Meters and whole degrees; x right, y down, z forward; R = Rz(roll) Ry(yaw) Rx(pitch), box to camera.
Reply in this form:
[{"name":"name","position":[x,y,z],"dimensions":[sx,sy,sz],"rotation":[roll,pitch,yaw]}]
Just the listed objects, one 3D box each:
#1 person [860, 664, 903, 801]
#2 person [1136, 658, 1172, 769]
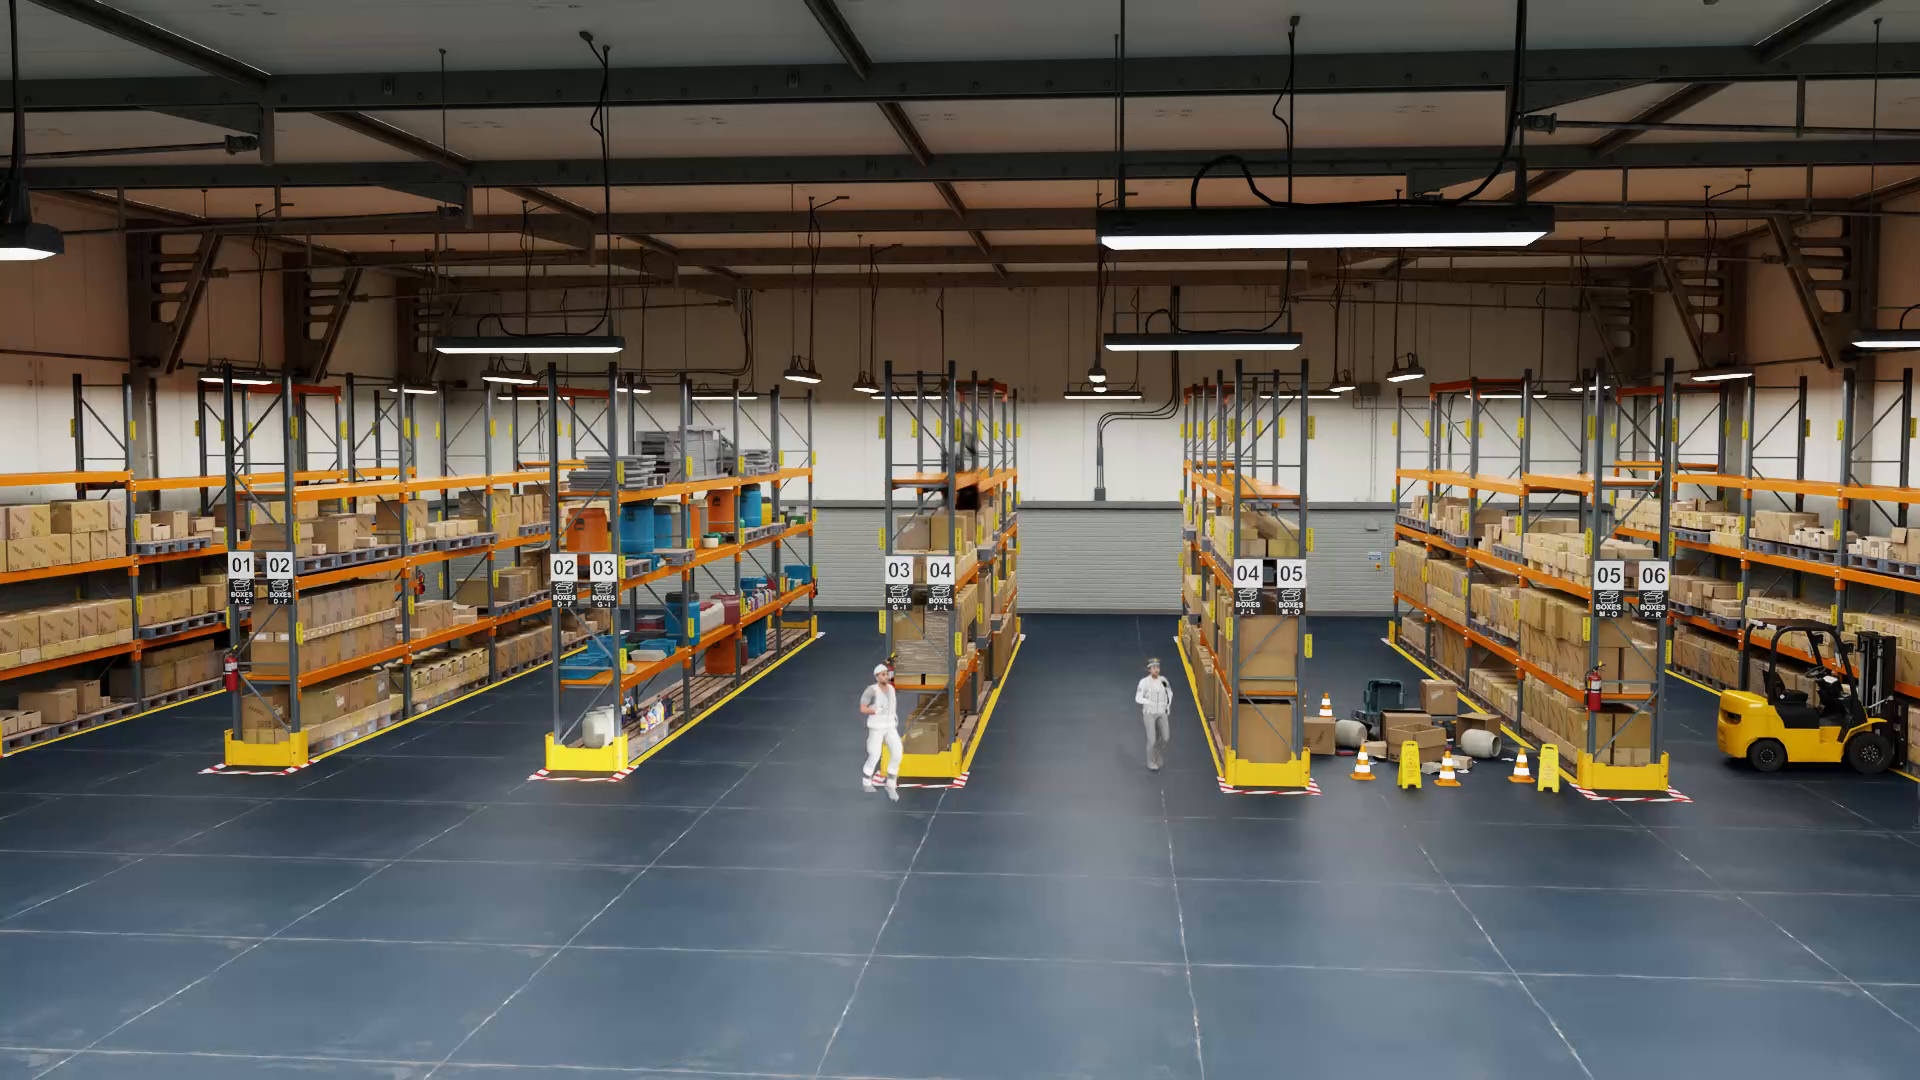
[{"name":"person","position":[-1.070,2.615,22.683],"dimensions":[0.654,1.835,0.671],"rotation":[-3,5,-34]},{"name":"person","position":[2.893,2.560,24.414],"dimensions":[0.602,1.650,0.554],"rotation":[-1,4,-11]}]
